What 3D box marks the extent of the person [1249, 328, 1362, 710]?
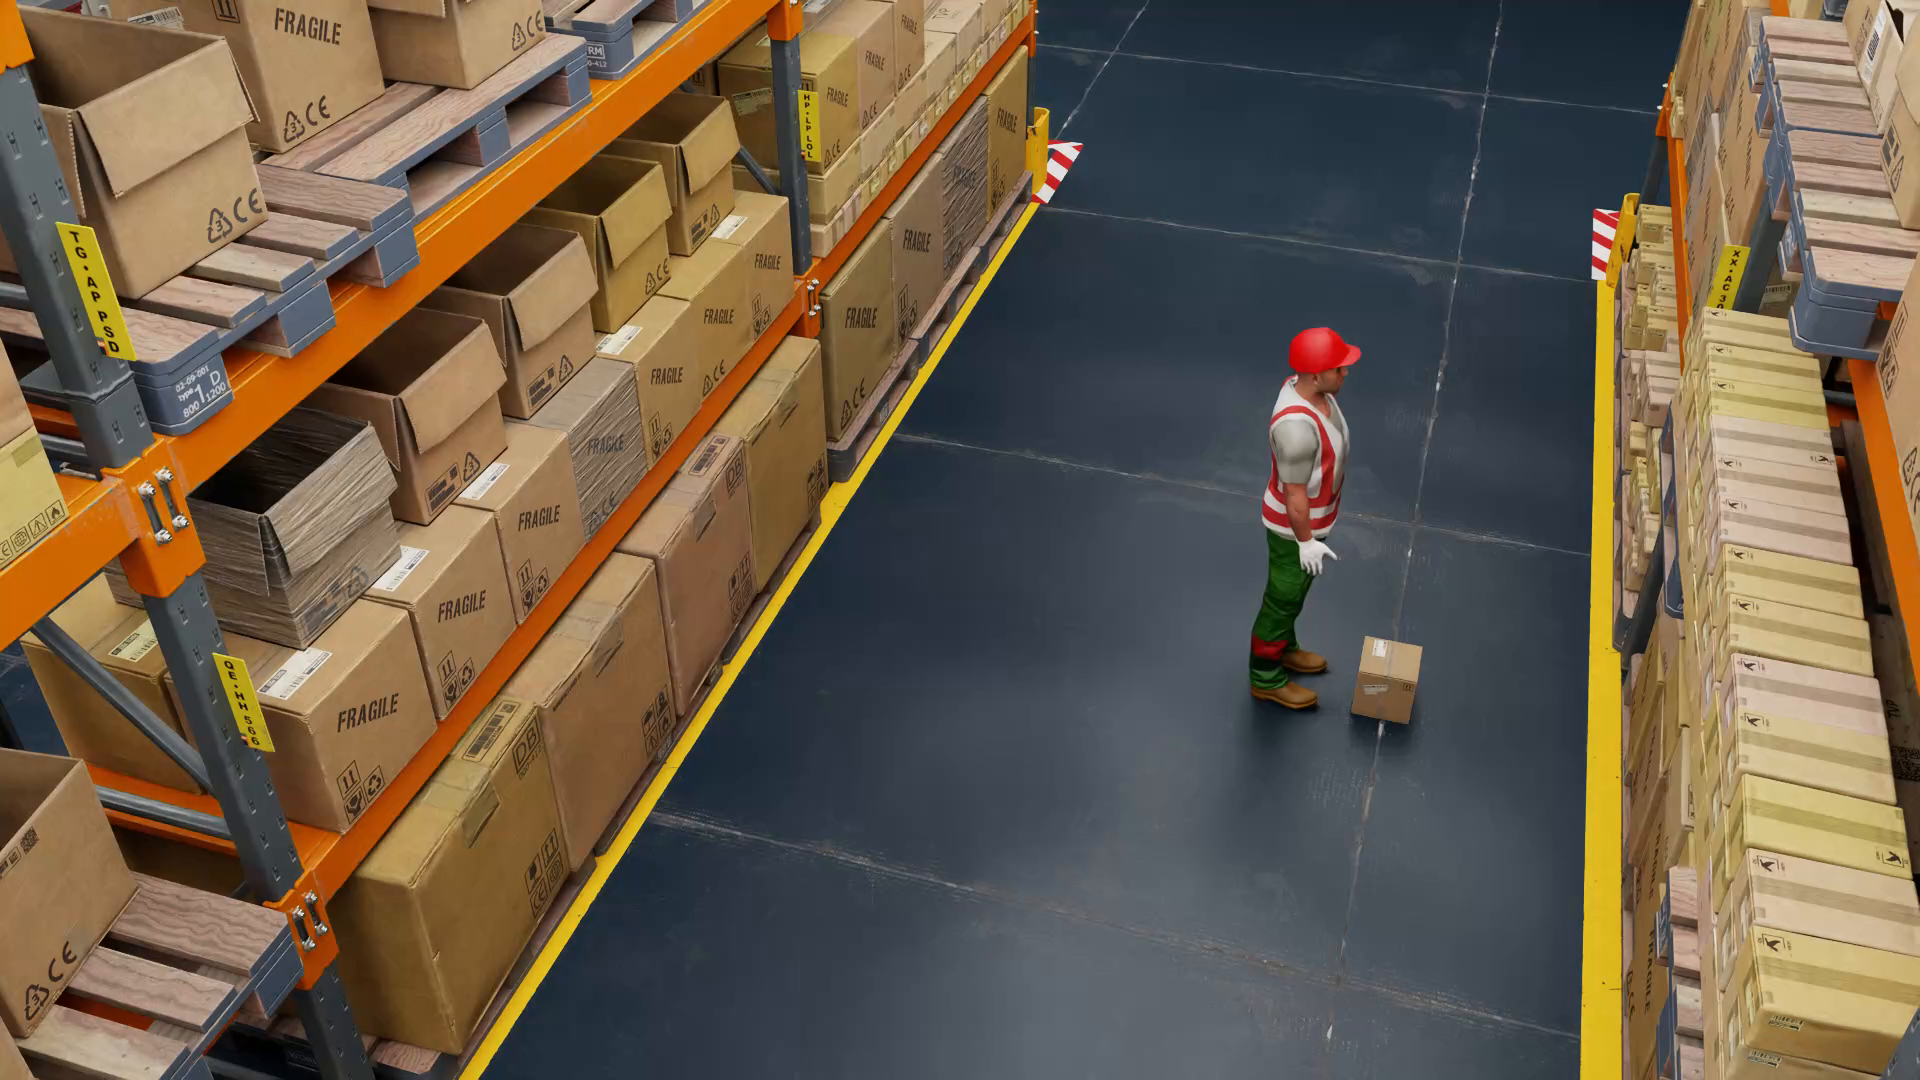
[{"bbox_3d":[1.449,-0.092,6.990,0.380,1.793,0.526,11,38,15],"label":"person"}]
